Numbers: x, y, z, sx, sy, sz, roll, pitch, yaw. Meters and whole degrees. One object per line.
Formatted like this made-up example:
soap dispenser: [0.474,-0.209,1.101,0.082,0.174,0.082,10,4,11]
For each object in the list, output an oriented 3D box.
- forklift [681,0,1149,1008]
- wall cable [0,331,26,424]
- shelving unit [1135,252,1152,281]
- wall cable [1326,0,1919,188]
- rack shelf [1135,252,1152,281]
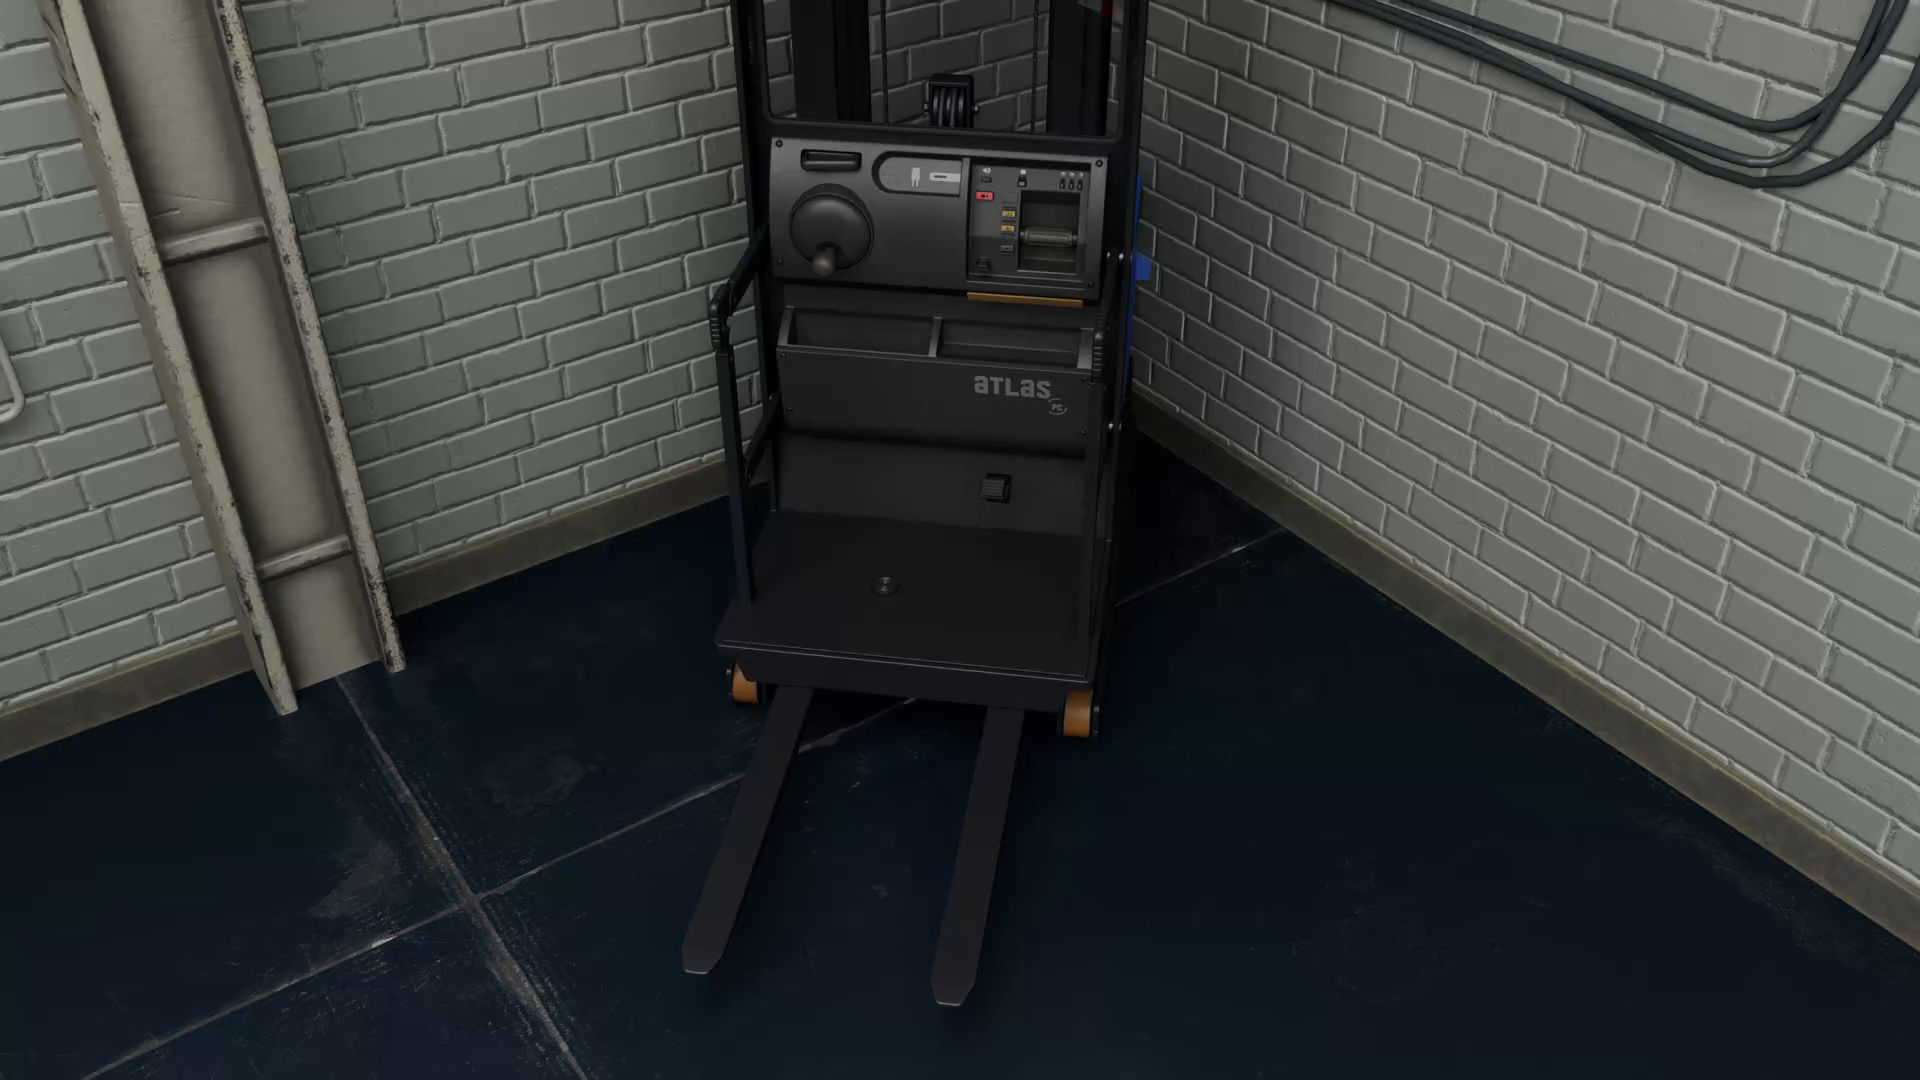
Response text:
forklift: [-0.096,-0.828,4.392,1.130,2.935,3.031,5,36,7]
wall cable: [-3.182,-0.800,3.424,1.851,1.984,0.084,-22,41,-28]
shelving unit: [0.301,-1.281,6.152,1.048,1.500,0.538,6,40,7]
wall cable: [1.145,-2.413,4.057,0.112,2.526,3.097,-22,41,-28]
rack shelf: [0.300,-1.141,6.265,1.000,0.185,0.538,6,40,7]
